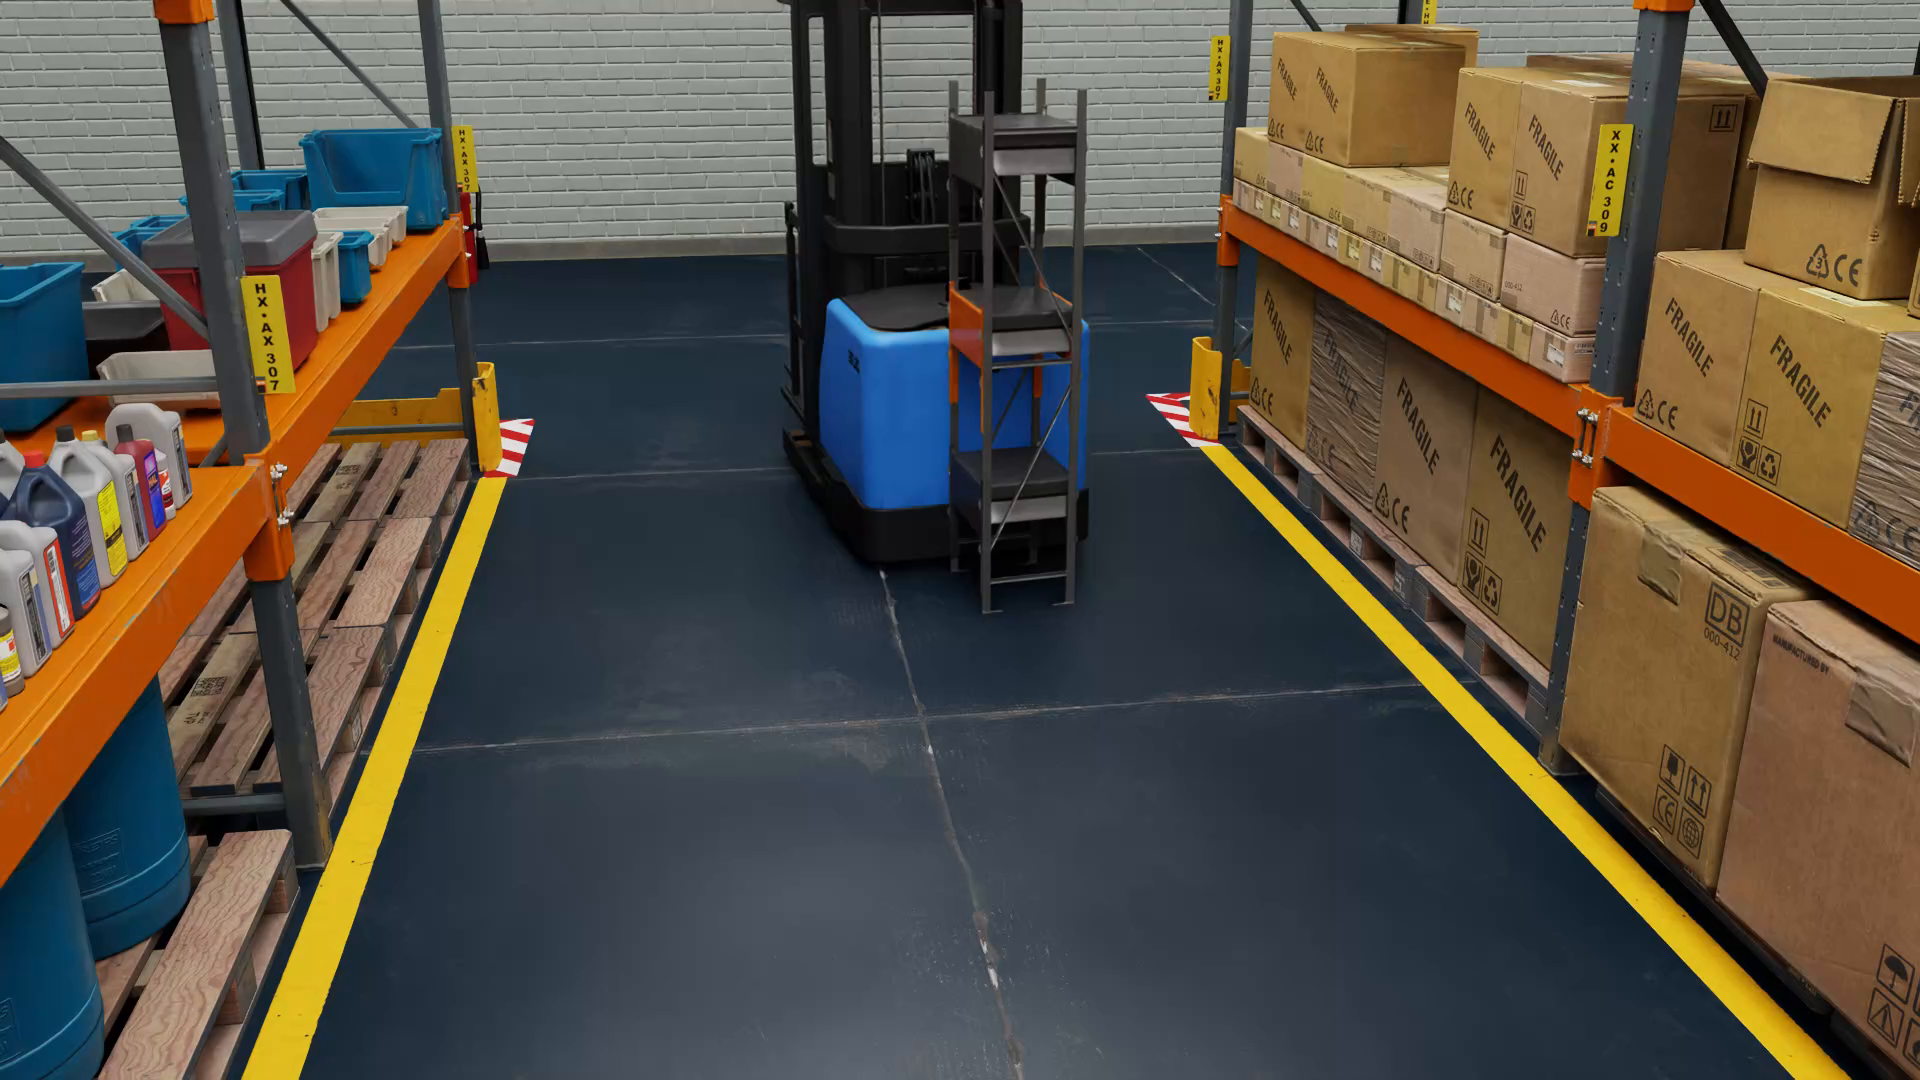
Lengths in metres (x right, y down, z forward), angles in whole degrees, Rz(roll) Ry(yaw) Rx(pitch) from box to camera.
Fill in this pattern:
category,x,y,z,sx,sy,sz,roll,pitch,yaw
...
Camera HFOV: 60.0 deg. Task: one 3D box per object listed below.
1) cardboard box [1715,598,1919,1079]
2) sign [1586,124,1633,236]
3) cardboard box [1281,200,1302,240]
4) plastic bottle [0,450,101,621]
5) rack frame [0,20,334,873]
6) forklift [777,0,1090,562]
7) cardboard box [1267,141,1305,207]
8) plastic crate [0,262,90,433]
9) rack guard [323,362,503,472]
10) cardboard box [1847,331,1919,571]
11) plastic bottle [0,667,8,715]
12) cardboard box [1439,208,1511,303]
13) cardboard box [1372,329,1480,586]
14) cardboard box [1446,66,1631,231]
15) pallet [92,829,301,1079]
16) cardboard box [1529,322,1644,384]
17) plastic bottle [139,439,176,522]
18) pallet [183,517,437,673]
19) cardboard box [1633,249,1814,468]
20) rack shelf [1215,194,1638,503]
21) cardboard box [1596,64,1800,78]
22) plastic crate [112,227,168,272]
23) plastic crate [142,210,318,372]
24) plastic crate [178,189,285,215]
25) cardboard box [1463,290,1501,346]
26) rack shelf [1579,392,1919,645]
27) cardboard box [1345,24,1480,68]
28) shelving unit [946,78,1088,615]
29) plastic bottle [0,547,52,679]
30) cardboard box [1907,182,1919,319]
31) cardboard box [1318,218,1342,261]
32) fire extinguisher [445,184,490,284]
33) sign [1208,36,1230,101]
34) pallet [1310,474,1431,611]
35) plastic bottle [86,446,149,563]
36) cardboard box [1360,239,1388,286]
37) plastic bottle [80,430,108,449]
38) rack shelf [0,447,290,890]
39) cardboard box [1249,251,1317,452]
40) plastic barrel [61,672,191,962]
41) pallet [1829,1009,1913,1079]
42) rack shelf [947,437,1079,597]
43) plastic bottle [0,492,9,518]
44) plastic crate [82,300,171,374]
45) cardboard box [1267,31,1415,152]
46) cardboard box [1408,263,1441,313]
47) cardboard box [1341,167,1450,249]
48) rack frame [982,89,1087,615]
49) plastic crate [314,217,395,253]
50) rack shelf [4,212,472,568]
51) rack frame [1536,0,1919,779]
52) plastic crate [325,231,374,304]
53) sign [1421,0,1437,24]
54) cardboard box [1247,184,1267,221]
category,x,y,z,sx,sy,sz,roll,pitch,yaw
cardboard box,2.716,0.678,4.050,1.225,0.875,0.875,-4,21,-10
sign,1.926,-1.064,4.928,0.100,0.325,0.005,-3,21,-8
cardboard box,1.737,-1.510,7.832,0.380,0.149,0.250,-3,21,-9
plastic bottle,-1.944,-0.012,3.531,0.144,0.351,0.185,-3,21,-8
rack frame,-2.427,-0.400,4.501,1.000,3.000,0.127,-3,21,-8
forklift,-0.312,-1.759,8.237,1.130,2.935,3.031,-6,21,-15
cardboard box,1.782,-1.745,7.890,0.500,0.250,0.500,-3,21,-8
plastic crate,-2.831,-0.566,4.880,0.392,0.384,0.575,-3,21,-8
rack guard,-3.019,-0.622,8.667,1.175,0.500,0.348,-3,21,-8
cardboard box,2.439,-0.178,3.762,0.500,0.500,0.500,-3,21,-9
plastic bottle,-1.872,0.206,3.055,0.152,0.276,0.135,-3,21,-8
cardboard box,2.074,-1.038,5.997,0.500,0.250,0.500,-2,21,-6
cardboard box,2.329,-0.396,6.925,0.875,0.875,0.875,-3,21,-8
cardboard box,2.076,-1.390,5.868,0.500,0.500,0.500,-3,21,-7
pallet,-2.357,1.175,4.268,1.003,0.211,1.213,-3,21,-8
cardboard box,2.107,-0.622,5.452,0.380,0.149,0.250,-3,21,-7
plastic bottle,-2.006,-0.148,4.110,0.097,0.201,0.097,0,20,0
pallet,-2.750,0.230,6.799,1.003,0.211,1.213,-3,21,-8
cardboard box,2.294,-0.525,4.692,0.500,0.500,0.500,-3,21,-8
rack shelf,2.186,-1.006,7.150,1.077,0.370,4.000,-3,21,-8
cardboard box,2.595,-1.420,5.949,0.500,0.500,0.500,-3,21,-8
plastic crate,-3.060,-1.073,6.456,0.416,0.233,0.300,-3,21,-8
plastic crate,-2.307,-0.780,5.341,0.402,0.464,0.583,-3,21,-8
plastic crate,-3.198,-1.405,7.344,0.416,0.233,0.300,-3,21,-8
cardboard box,2.032,-0.800,5.929,0.380,0.149,0.250,-3,21,-9
rack shelf,2.763,0.379,3.442,1.077,0.370,4.000,-3,21,-8
cardboard box,2.228,-2.300,8.305,0.500,0.500,0.500,-3,21,-7
shelving unit,0.217,-0.775,6.790,0.431,2.100,0.503,-6,21,-15
plastic bottle,-1.905,0.126,3.270,0.152,0.276,0.135,-3,21,-8
cardboard box,2.662,-0.708,3.748,0.797,0.503,0.637,-3,21,-7
cardboard box,1.810,-1.333,7.357,0.380,0.149,0.250,-3,21,-8
fire extinguisher,-2.575,-1.650,8.489,0.296,0.674,0.183,-3,21,-8
sign,1.348,-2.452,8.643,0.100,0.325,0.005,-3,21,-8
pallet,2.263,-0.034,7.507,1.003,0.211,1.213,-3,21,-8
plastic bottle,-1.997,-0.096,3.863,0.152,0.276,0.135,-3,21,-8
cardboard box,1.885,-1.155,6.880,0.380,0.149,0.250,-3,21,-7
plastic bottle,-2.171,-0.174,4.180,0.097,0.201,0.097,0,20,0
rack shelf,-2.138,0.629,2.773,1.077,0.370,4.000,-3,21,-8
cardboard box,2.069,-1.019,8.594,0.875,0.875,0.875,-3,21,-8
plastic barrel,-2.365,0.575,4.288,0.600,0.901,0.708,-3,21,-8
pallet,2.840,1.343,3.819,1.003,0.211,1.213,-3,21,-8
rack shelf,0.217,-0.107,7.040,0.431,0.518,0.480,-6,21,-15
plastic bottle,-2.086,-0.004,3.511,0.144,0.351,0.185,-3,21,-8
plastic crate,-2.854,-0.674,5.540,0.437,0.125,0.590,-3,21,-8
cardboard box,1.772,-2.103,7.776,0.500,0.500,0.500,-3,21,-9
cardboard box,1.958,-0.978,6.406,0.380,0.149,0.250,-3,21,-7
cardboard box,1.931,-1.390,6.941,0.500,0.250,0.500,-3,21,-9
rack frame,0.284,-0.693,6.570,0.400,2.100,0.015,-6,21,-15
plastic crate,-2.679,-1.316,7.243,0.396,0.136,0.243,-3,21,-8
rack shelf,-2.715,-0.756,6.481,1.077,0.370,4.000,-3,21,-8
rack frame,2.475,-0.650,5.170,1.000,3.000,0.127,-3,21,-8
plastic crate,-2.453,-1.037,6.359,0.416,0.233,0.300,-3,21,-8
sign,2.437,-2.711,8.694,0.100,0.325,0.005,-3,21,-8
cardboard box,1.661,-1.689,8.311,0.380,0.149,0.250,-3,21,-9
